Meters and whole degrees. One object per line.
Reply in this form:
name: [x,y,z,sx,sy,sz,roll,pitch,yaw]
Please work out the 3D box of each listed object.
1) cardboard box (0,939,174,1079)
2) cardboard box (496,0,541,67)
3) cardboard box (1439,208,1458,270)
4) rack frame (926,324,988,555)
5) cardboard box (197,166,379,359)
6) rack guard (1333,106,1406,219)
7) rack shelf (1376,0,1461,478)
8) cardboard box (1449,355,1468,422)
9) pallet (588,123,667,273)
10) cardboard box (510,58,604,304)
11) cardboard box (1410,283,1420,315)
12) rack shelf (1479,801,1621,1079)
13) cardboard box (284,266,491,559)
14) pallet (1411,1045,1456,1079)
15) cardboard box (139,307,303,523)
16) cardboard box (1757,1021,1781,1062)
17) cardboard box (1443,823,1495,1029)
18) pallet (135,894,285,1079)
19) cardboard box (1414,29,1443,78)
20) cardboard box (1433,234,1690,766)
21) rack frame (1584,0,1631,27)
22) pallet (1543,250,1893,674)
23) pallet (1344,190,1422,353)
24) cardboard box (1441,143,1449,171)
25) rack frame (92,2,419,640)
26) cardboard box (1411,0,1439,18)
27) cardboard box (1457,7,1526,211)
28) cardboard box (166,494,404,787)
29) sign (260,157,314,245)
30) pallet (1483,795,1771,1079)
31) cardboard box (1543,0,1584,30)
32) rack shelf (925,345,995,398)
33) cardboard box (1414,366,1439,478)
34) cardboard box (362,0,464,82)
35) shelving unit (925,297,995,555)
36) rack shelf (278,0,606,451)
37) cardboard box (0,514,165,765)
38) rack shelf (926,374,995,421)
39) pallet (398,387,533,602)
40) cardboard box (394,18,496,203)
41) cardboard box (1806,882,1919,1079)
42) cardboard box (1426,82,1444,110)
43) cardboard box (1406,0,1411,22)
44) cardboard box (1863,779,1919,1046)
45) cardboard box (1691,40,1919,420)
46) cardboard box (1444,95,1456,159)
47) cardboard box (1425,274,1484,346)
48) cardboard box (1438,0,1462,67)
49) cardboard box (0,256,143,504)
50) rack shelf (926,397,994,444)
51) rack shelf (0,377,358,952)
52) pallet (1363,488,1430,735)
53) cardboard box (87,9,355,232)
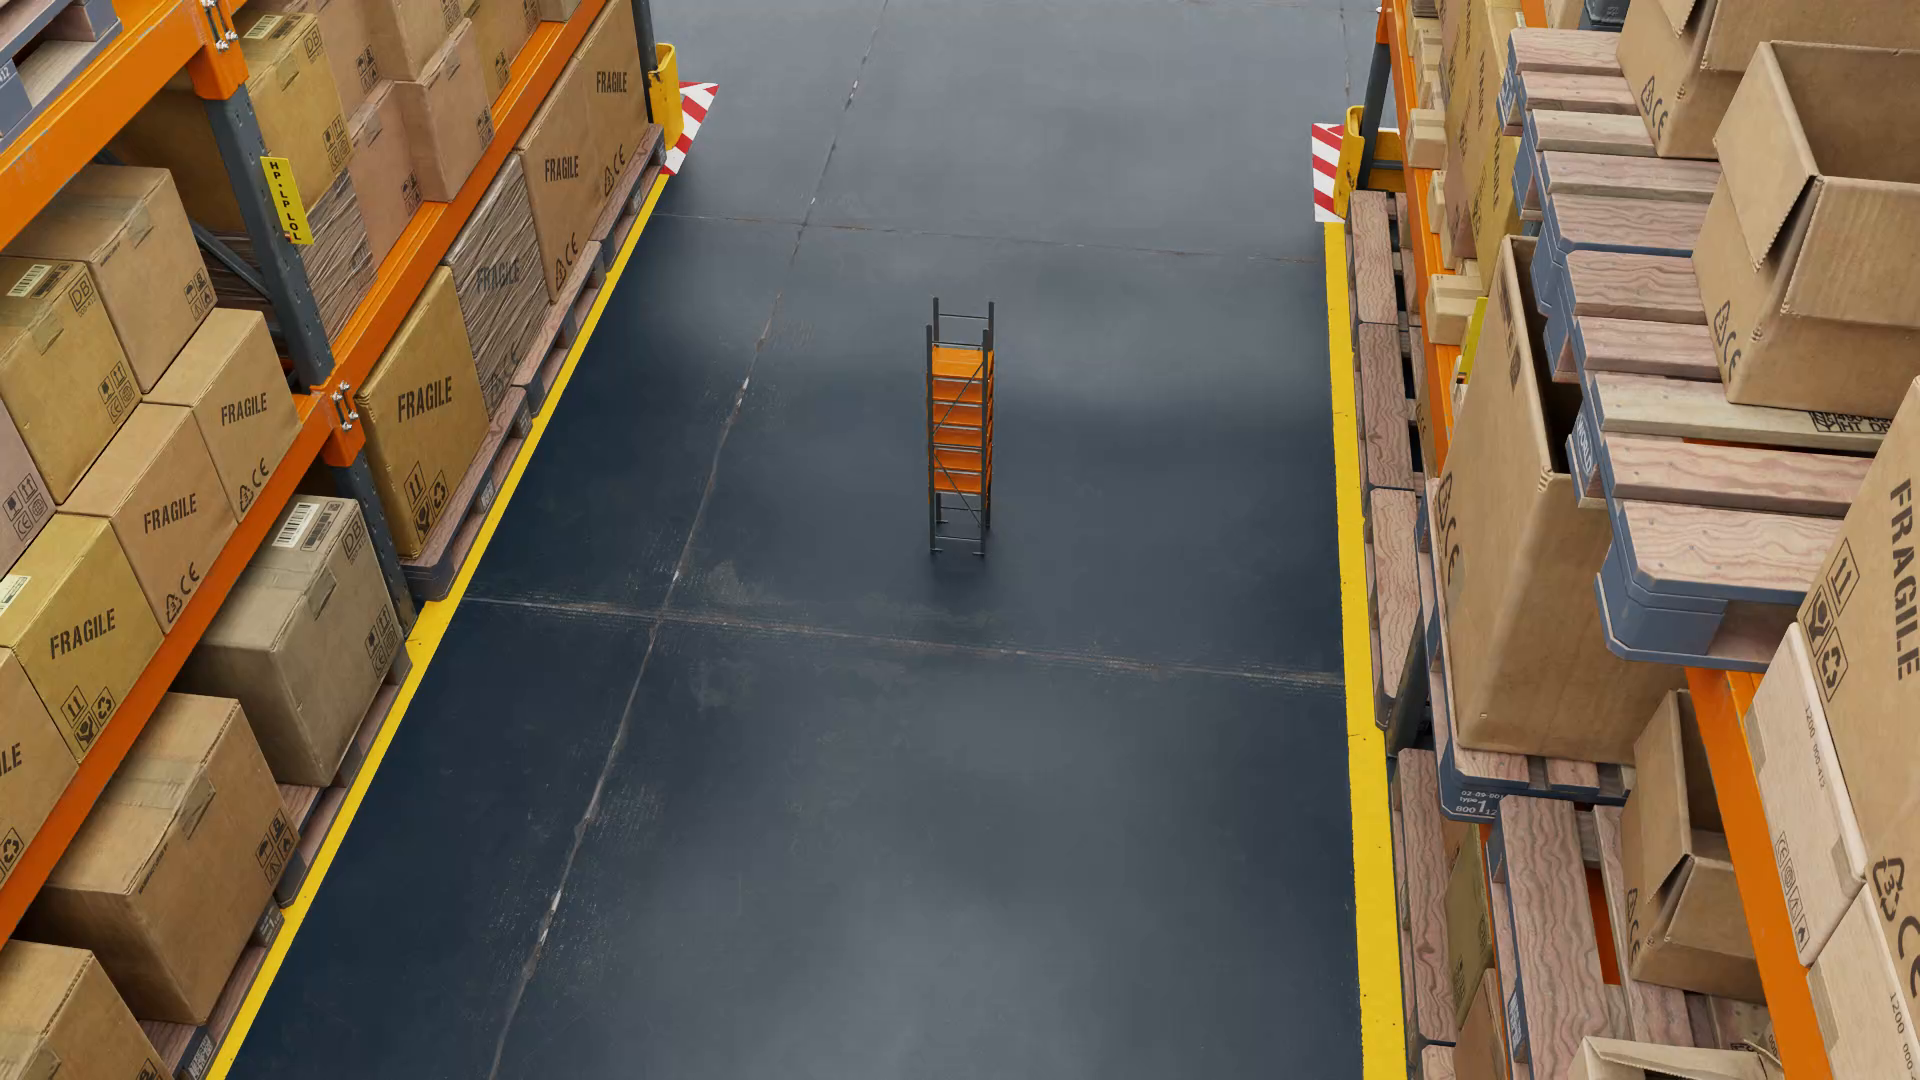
cardboard box: [-3.007,1.620,4.710,1.050,0.750,0.750,6,44,6]
cardboard box: [-2.485,-2.544,7.668,0.875,0.550,0.550,5,44,6]
cardboard box: [2.094,-1.177,6.516,0.380,0.149,0.250,5,44,6]
rack frame: [-0.010,-0.383,6.804,0.240,1.200,0.006,5,44,6]
cardboard box: [-2.723,-1.074,6.116,0.875,0.550,0.550,5,44,6]
rack guard: [2.662,-2.014,9.036,1.175,0.500,0.348,5,44,6]
rack shelf: [2.407,-1.349,7.039,1.077,0.370,4.000,5,44,6]
cardboard box: [1.922,-0.499,5.800,0.380,0.149,0.250,5,44,6]
pallet: [-2.260,-1.929,9.156,1.003,0.211,1.213,5,44,6]
cardboard box: [-2.370,-1.806,8.238,0.875,0.875,0.875,5,44,5]
cardboard box: [2.528,-1.384,8.065,0.500,0.500,0.500,16,46,16]
rack shelf: [1.879,1.377,4.160,1.077,0.370,4.000,5,44,6]
cardboard box: [-2.608,-0.570,6.933,0.875,0.875,0.875,6,44,6]
pallet: [1.883,2.130,4.870,1.003,0.211,1.213,5,44,6]
cardboard box: [-2.564,-0.424,5.465,0.500,0.500,0.500,5,44,5]
cardboard box: [2.064,1.259,3.564,0.500,0.250,0.500,4,44,4]
cardboard box: [1.959,1.240,5.279,0.700,0.500,0.500,5,44,5]
pallet: [-2.946,1.612,5.416,1.003,0.211,1.213,5,44,6]
cardboard box: [2.285,-2.200,7.597,0.380,0.149,0.250,5,44,6]
cardboard box: [1.899,-0.089,4.443,1.000,1.000,1.000,6,44,6]
rack frame: [2.143,-2.426,3.289,1.000,3.000,0.127,5,44,6]
pallet: [1.822,-0.150,3.204,1.213,0.211,1.003,5,44,6]
pallet: [2.519,-1.359,8.554,1.003,0.211,1.213,5,44,6]
cardboard box: [2.202,-1.514,6.872,0.380,0.149,0.250,5,44,6]
rack frame: [-2.760,-0.767,5.901,1.000,3.000,0.127,5,44,6]
cardboard box: [2.572,-2.746,7.701,0.875,0.500,0.500,5,44,6]
cardboard box: [1.994,-1.427,5.582,0.500,0.500,0.500,5,44,6]
cardboard box: [-2.753,0.328,6.074,1.050,0.750,0.750,5,44,5]
sign: [-2.221,-1.116,5.485,0.100,0.325,0.005,5,44,6]
pallet: [1.835,1.195,3.968,1.003,0.211,1.213,5,44,6]
cardboard box: [1.944,-1.617,4.725,0.500,0.250,0.500,7,44,7]
rack shelf: [0.002,-0.675,6.653,0.258,0.103,0.180,5,44,6]
cardboard box: [2.308,-0.583,7.218,0.500,0.500,0.500,2,43,2]
cardboard box: [-2.512,-2.203,6.523,0.875,0.550,0.550,5,44,6]
shelving unit: [0.002,-0.446,6.870,0.258,1.200,0.189,5,44,6]
rack shelf: [-2.496,-1.869,7.588,1.077,0.370,4.000,5,44,6]
cardboard box: [-2.698,0.265,4.738,0.500,0.500,0.500,6,44,6]
rack shelf: [0.002,-0.588,6.736,0.258,0.103,0.180,5,44,6]
pallet: [-2.582,-0.266,7.399,1.003,0.211,1.213,5,44,6]
cardboard box: [-2.485,-1.808,6.891,0.875,0.550,0.550,5,44,6]
cardboard box: [1.486,0.758,2.217,0.500,0.250,0.500,5,44,5]
cardboard box: [2.239,-1.857,7.235,0.380,0.149,0.250,5,44,6]
cardboard box: [2.346,-2.541,7.957,0.380,0.149,0.250,5,44,6]
cardboard box: [1.486,0.473,1.973,0.500,0.500,0.500,5,44,5]
cardboard box: [1.859,-0.573,3.134,0.797,0.503,0.637,7,44,7]
cardboard box: [2.438,-1.717,6.615,0.875,0.500,0.500,5,44,6]
cardboard box: [1.938,-0.844,6.165,0.380,0.149,0.250,5,44,6]
cardboard box: [2.131,-2.109,6.301,0.500,0.500,0.500,5,44,6]
cardboard box: [-2.886,-0.477,4.794,0.700,0.500,0.500,5,44,5]
rack shelf: [0.002,-0.500,6.818,0.258,0.103,0.180,5,44,6]
rack shelf: [-3.025,0.857,4.709,1.077,0.370,4.000,5,44,6]
pallet: [2.197,0.304,6.797,1.003,0.211,1.213,5,44,6]
cardboard box: [-2.677,-1.462,5.740,0.875,0.550,0.550,5,44,6]
